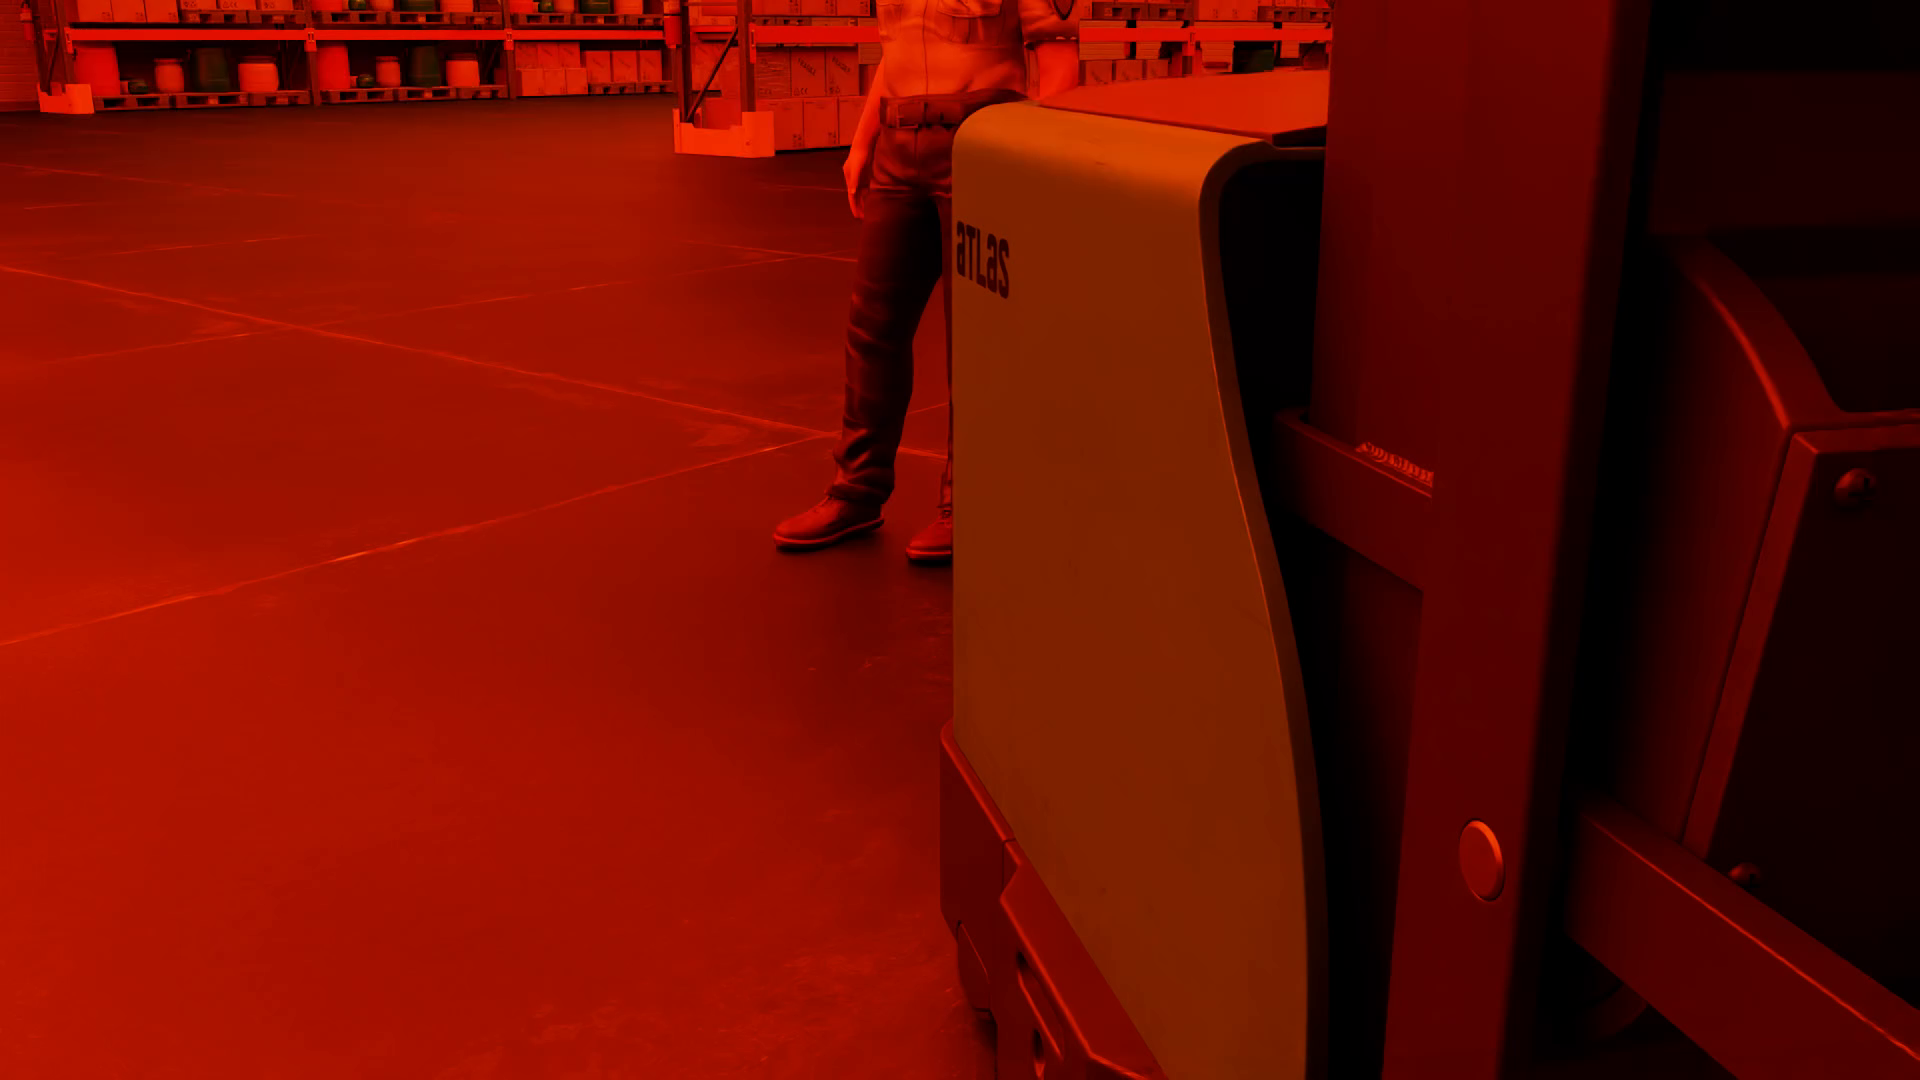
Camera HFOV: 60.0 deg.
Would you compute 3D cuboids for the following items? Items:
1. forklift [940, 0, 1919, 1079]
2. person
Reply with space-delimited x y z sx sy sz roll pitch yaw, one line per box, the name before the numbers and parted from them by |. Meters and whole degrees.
forklift | 0.842 -0.498 0.538 1.130 2.935 3.031 -4 17 -14
person | -0.075 -0.779 3.648 0.598 1.651 0.502 13 21 37
